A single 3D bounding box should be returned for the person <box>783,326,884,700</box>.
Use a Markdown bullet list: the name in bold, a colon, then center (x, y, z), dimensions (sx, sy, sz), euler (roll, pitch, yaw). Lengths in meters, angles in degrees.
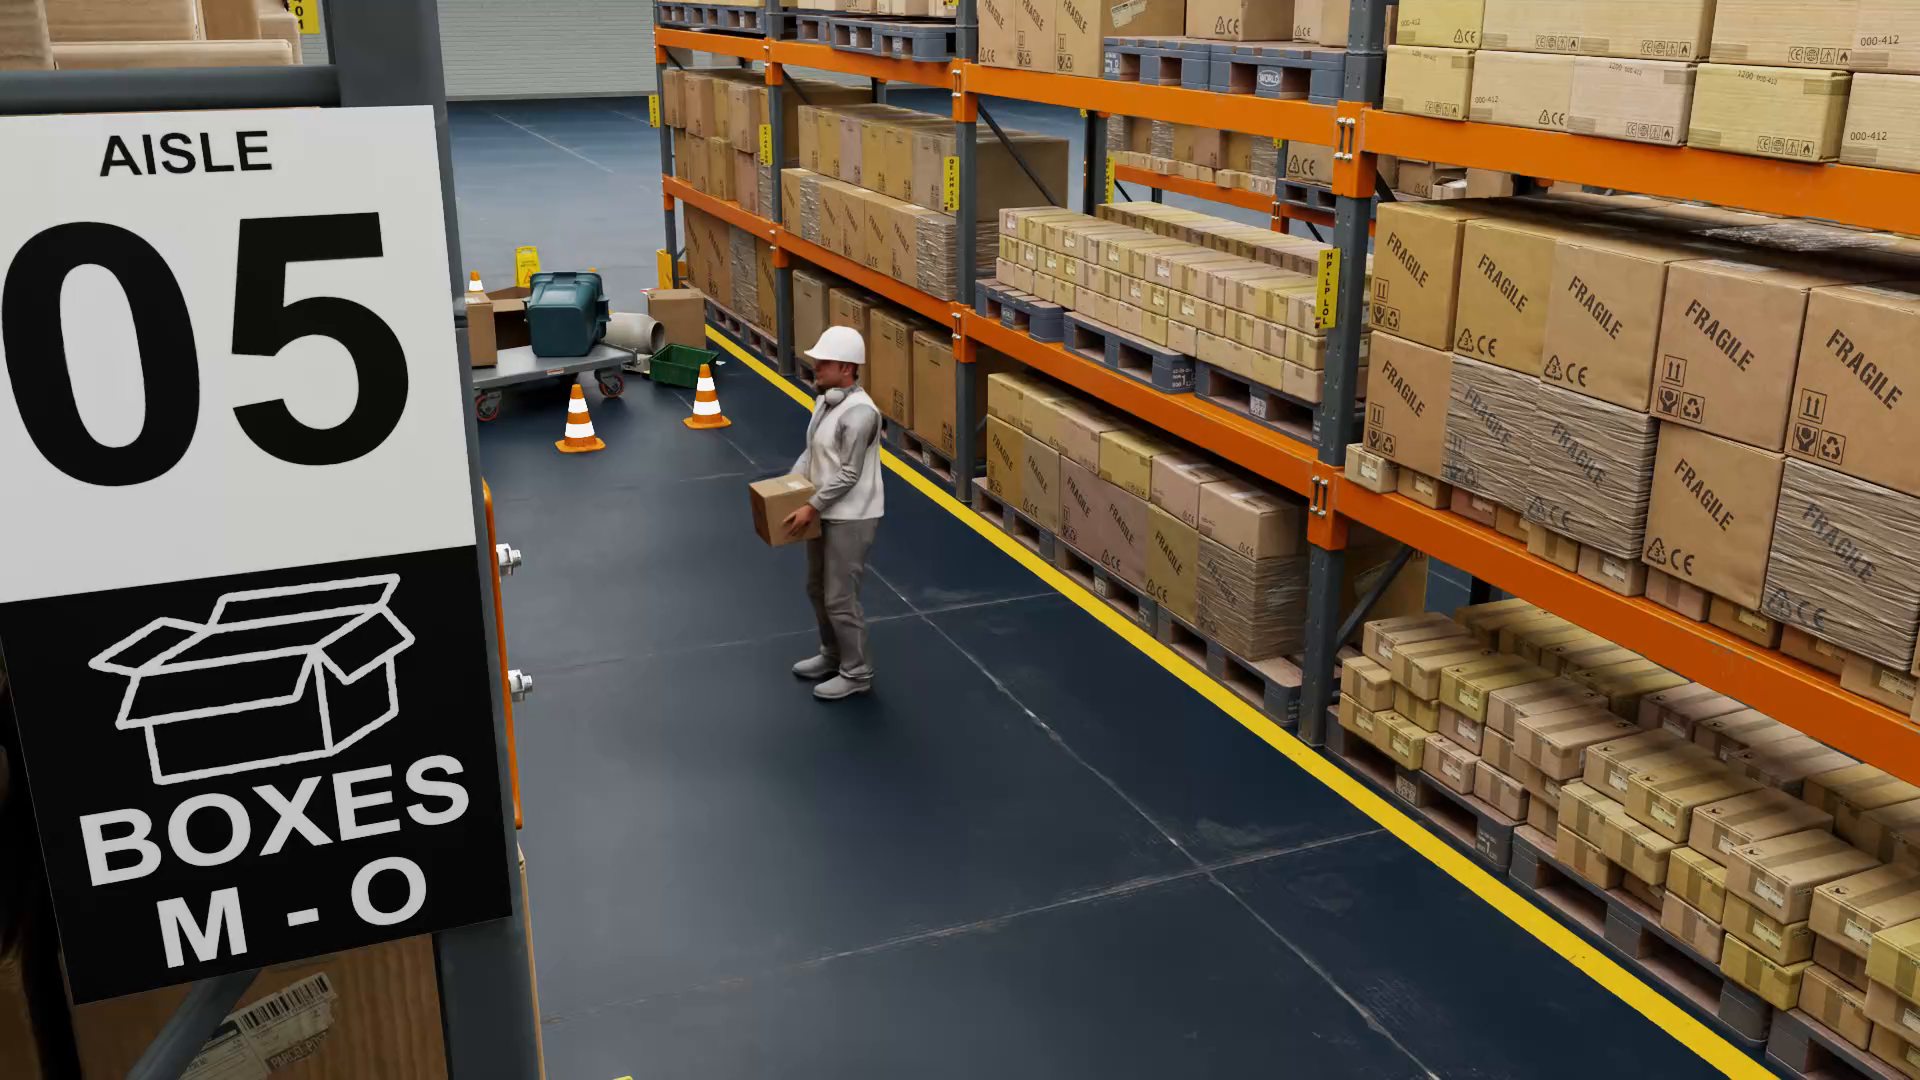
- **person**: center (-0.632, -0.127, 7.888), dimensions (0.522, 1.779, 0.532), euler (-8, 20, -22)
